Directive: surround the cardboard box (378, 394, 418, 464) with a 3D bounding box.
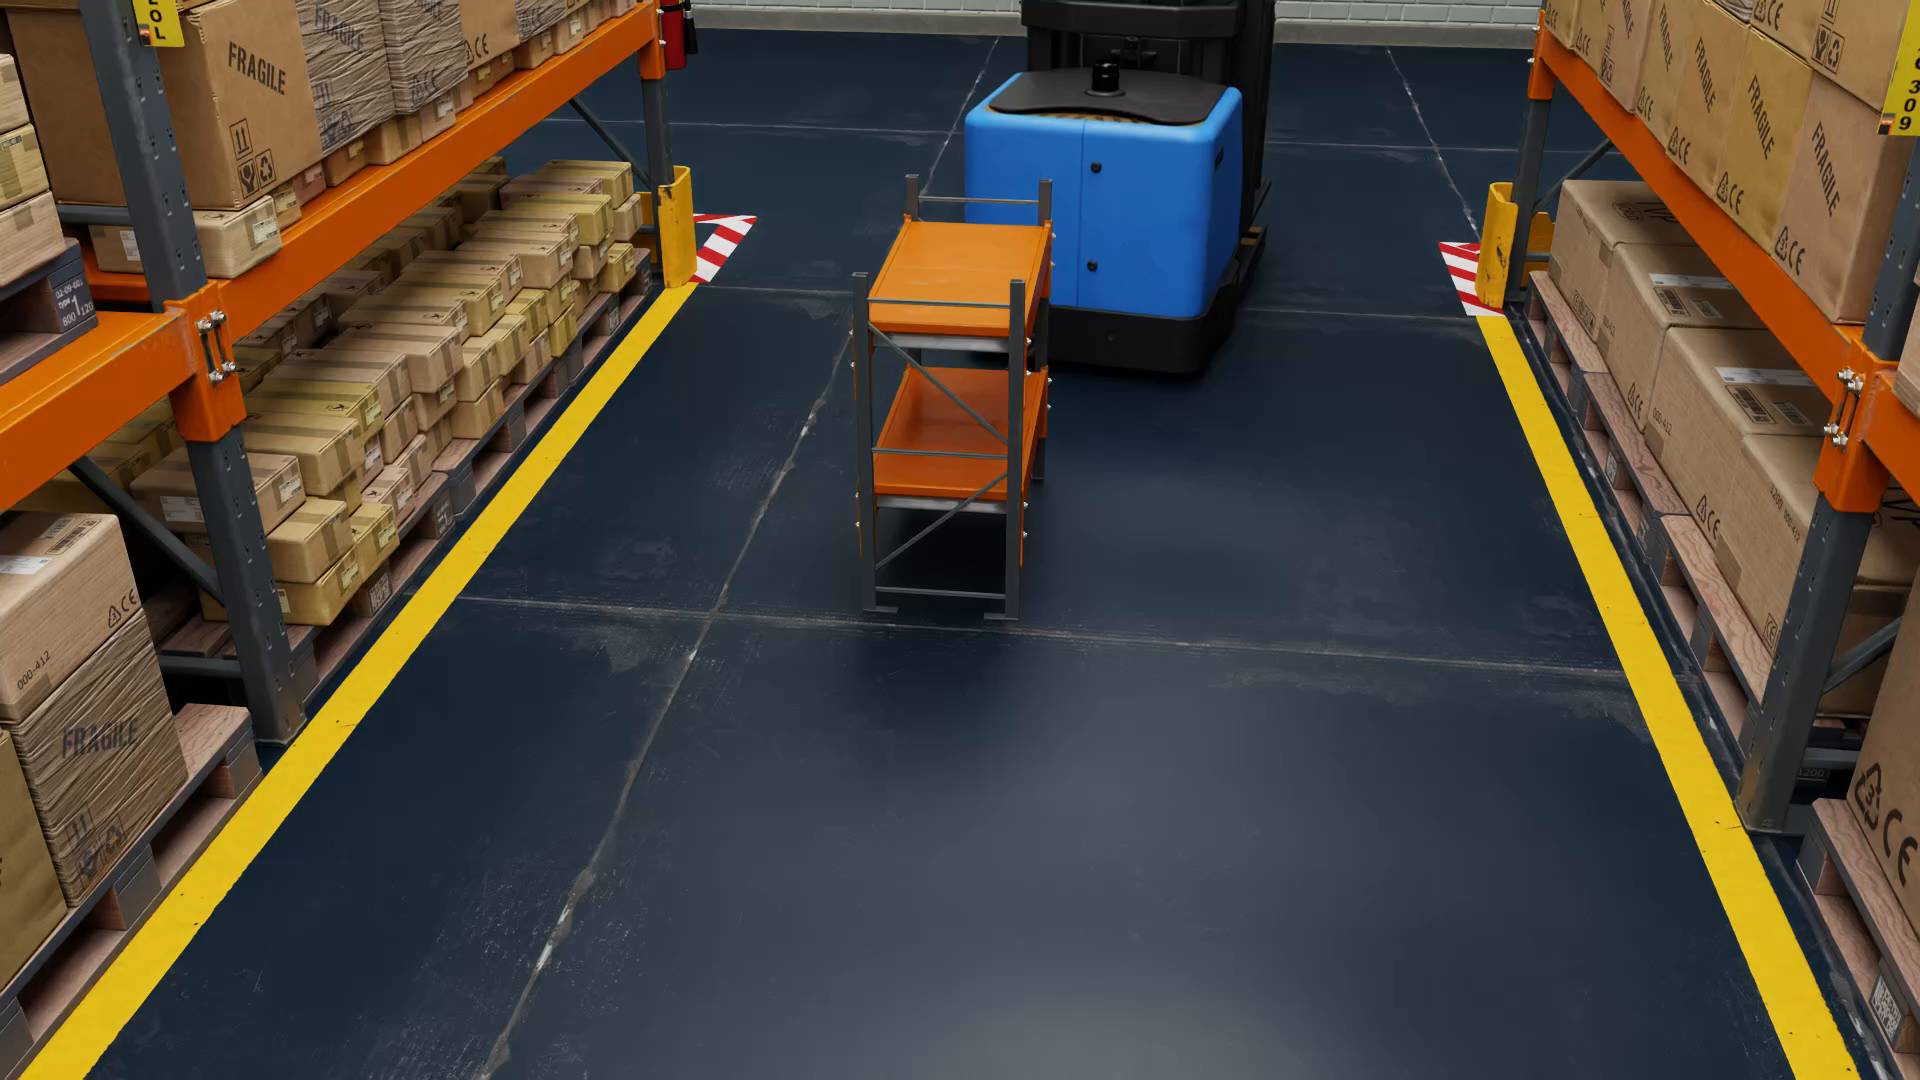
[{"bbox_3d":[-2.041,-0.376,5.535,0.380,0.149,0.250,2,28,4],"label":"cardboard box"}]

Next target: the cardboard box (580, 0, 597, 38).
[{"bbox_3d":[-1.728,-2.164,6.869,0.380,0.149,0.250,3,28,6],"label":"cardboard box"}]

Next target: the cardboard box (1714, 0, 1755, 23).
[{"bbox_3d":[2.457,-1.756,4.688,0.500,0.500,0.500,4,29,7],"label":"cardboard box"}]

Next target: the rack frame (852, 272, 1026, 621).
[{"bbox_3d":[-0.061,-0.259,5.045,0.500,1.125,0.032,3,28,6],"label":"rack frame"}]

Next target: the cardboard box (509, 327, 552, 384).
[{"bbox_3d":[-1.831,-0.734,6.512,0.380,0.149,0.250,4,29,7],"label":"cardboard box"}]

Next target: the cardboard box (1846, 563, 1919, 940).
[{"bbox_3d":[2.553,0.492,3.472,0.875,0.875,0.875,4,29,8],"label":"cardboard box"}]

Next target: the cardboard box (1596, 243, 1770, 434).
[{"bbox_3d":[2.955,-0.747,6.233,0.875,0.438,0.875,4,29,8],"label":"cardboard box"}]

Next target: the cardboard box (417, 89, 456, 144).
[{"bbox_3d":[-1.903,-1.422,5.491,0.380,0.149,0.250,5,29,8],"label":"cardboard box"}]

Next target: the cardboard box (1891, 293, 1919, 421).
[{"bbox_3d":[2.234,-0.298,3.298,0.500,0.250,0.500,3,28,5],"label":"cardboard box"}]

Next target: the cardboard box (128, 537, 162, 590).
[{"bbox_3d":[-2.665,0.070,5.020,0.380,0.149,0.250,4,29,7],"label":"cardboard box"}]

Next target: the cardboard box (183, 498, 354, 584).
[{"bbox_3d":[-2.013,-0.008,4.852,0.380,0.149,0.250,5,29,9],"label":"cardboard box"}]

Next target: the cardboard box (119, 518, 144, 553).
[{"bbox_3d":[-2.652,-0.023,4.879,0.380,0.149,0.250,4,29,7],"label":"cardboard box"}]

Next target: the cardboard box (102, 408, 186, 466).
[{"bbox_3d":[-2.598,-0.292,5.066,0.380,0.149,0.250,4,29,7],"label":"cardboard box"}]

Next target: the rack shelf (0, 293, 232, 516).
[{"bbox_3d":[-2.620,0.463,2.487,1.077,0.370,4.000,3,28,6],"label":"rack shelf"}]

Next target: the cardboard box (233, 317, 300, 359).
[{"bbox_3d":[-2.524,-0.660,5.749,0.380,0.149,0.250,2,28,4],"label":"cardboard box"}]

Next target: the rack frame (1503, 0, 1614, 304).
[{"bbox_3d":[3.040,-2.438,7.113,1.000,3.000,0.127,3,28,6],"label":"rack frame"}]

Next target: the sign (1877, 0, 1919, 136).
[{"bbox_3d":[1.999,-1.003,3.453,0.100,0.325,0.005,3,28,6],"label":"sign"}]

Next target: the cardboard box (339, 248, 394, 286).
[{"bbox_3d":[-2.428,-1.022,6.421,0.380,0.149,0.250,4,29,7],"label":"cardboard box"}]

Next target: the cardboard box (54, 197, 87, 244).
[{"bbox_3d":[-2.573,-0.833,4.398,0.380,0.149,0.250,3,28,6],"label":"cardboard box"}]

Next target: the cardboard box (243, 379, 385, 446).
[{"bbox_3d":[-2.053,-0.385,5.238,0.380,0.149,0.250,3,28,5],"label":"cardboard box"}]

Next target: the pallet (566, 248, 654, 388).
[{"bbox_3d":[-2.029,-1.035,7.448,1.003,0.211,1.213,3,28,6],"label":"pallet"}]

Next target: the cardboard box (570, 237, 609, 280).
[{"bbox_3d":[-1.728,-1.229,7.119,0.380,0.149,0.250,2,28,4],"label":"cardboard box"}]

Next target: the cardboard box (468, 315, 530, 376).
[{"bbox_3d":[-1.835,-0.734,6.199,0.380,0.149,0.250,4,29,7],"label":"cardboard box"}]

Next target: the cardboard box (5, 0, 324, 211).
[{"bbox_3d":[-2.064,-1.189,4.375,0.500,0.500,0.500,3,28,5],"label":"cardboard box"}]

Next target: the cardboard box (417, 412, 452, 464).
[{"bbox_3d":[-2.020,-0.374,5.845,0.380,0.149,0.250,2,28,4],"label":"cardboard box"}]

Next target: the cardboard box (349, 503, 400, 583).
[{"bbox_3d":[-1.979,-0.003,5.156,0.380,0.149,0.250,4,29,8],"label":"cardboard box"}]

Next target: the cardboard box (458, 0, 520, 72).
[{"bbox_3d":[-1.877,-1.911,5.716,0.500,0.500,0.500,5,29,9],"label":"cardboard box"}]

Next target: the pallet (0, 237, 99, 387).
[{"bbox_3d":[-2.613,-0.360,3.457,1.003,0.211,1.213,3,28,6],"label":"pallet"}]

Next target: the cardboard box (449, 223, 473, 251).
[{"bbox_3d":[-2.236,-1.261,7.178,0.380,0.149,0.250,4,29,7],"label":"cardboard box"}]

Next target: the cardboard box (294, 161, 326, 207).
[{"bbox_3d":[-2.077,-1.054,4.808,0.380,0.149,0.250,2,28,4],"label":"cardboard box"}]

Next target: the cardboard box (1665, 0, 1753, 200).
[{"bbox_3d":[2.458,-1.313,4.918,0.500,0.500,0.500,3,28,5],"label":"cardboard box"}]

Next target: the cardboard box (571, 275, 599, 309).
[{"bbox_3d":[-1.791,-1.102,7.196,0.380,0.149,0.250,3,28,6],"label":"cardboard box"}]

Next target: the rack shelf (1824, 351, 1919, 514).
[{"bbox_3d":[2.305,0.703,2.041,1.077,0.370,4.000,3,28,6],"label":"rack shelf"}]

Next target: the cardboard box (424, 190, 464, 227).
[{"bbox_3d":[-2.359,-1.395,7.113,0.380,0.149,0.250,3,28,6],"label":"cardboard box"}]

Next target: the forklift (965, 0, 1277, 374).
[{"bbox_3d":[0.915,-2.660,7.597,1.130,2.935,3.031,8,29,15],"label":"forklift"}]

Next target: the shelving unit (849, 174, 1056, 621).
[{"bbox_3d":[0.001,-0.498,5.489,0.538,1.125,1.048,3,28,6],"label":"shelving unit"}]

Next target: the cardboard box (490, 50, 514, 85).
[{"bbox_3d":[-1.890,-1.797,6.187,0.380,0.149,0.250,2,28,4],"label":"cardboard box"}]

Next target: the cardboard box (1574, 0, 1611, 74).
[{"bbox_3d":[2.662,-2.033,6.256,0.500,0.500,0.500,3,28,5],"label":"cardboard box"}]

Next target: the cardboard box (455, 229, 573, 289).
[{"bbox_3d":[-1.764,-1.114,6.591,0.380,0.149,0.250,4,29,8],"label":"cardboard box"}]

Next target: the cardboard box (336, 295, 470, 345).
[{"bbox_3d":[-1.980,-0.758,5.929,0.380,0.149,0.250,2,28,4],"label":"cardboard box"}]

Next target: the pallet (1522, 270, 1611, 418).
[{"bbox_3d":[3.020,-0.830,7.067,1.003,0.211,1.213,3,28,6],"label":"pallet"}]

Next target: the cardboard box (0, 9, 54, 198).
[{"bbox_3d":[-2.596,-1.214,4.423,0.500,0.500,0.500,3,28,6],"label":"cardboard box"}]

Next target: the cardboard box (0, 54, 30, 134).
[{"bbox_3d":[-2.231,-0.931,3.511,0.380,0.149,0.250,5,29,9],"label":"cardboard box"}]

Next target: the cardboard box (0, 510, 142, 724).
[{"bbox_3d":[-2.216,0.155,3.701,0.500,0.250,0.500,3,28,5],"label":"cardboard box"}]

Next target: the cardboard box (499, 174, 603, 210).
[{"bbox_3d":[-1.786,-1.491,7.291,0.380,0.149,0.250,4,29,7],"label":"cardboard box"}]
